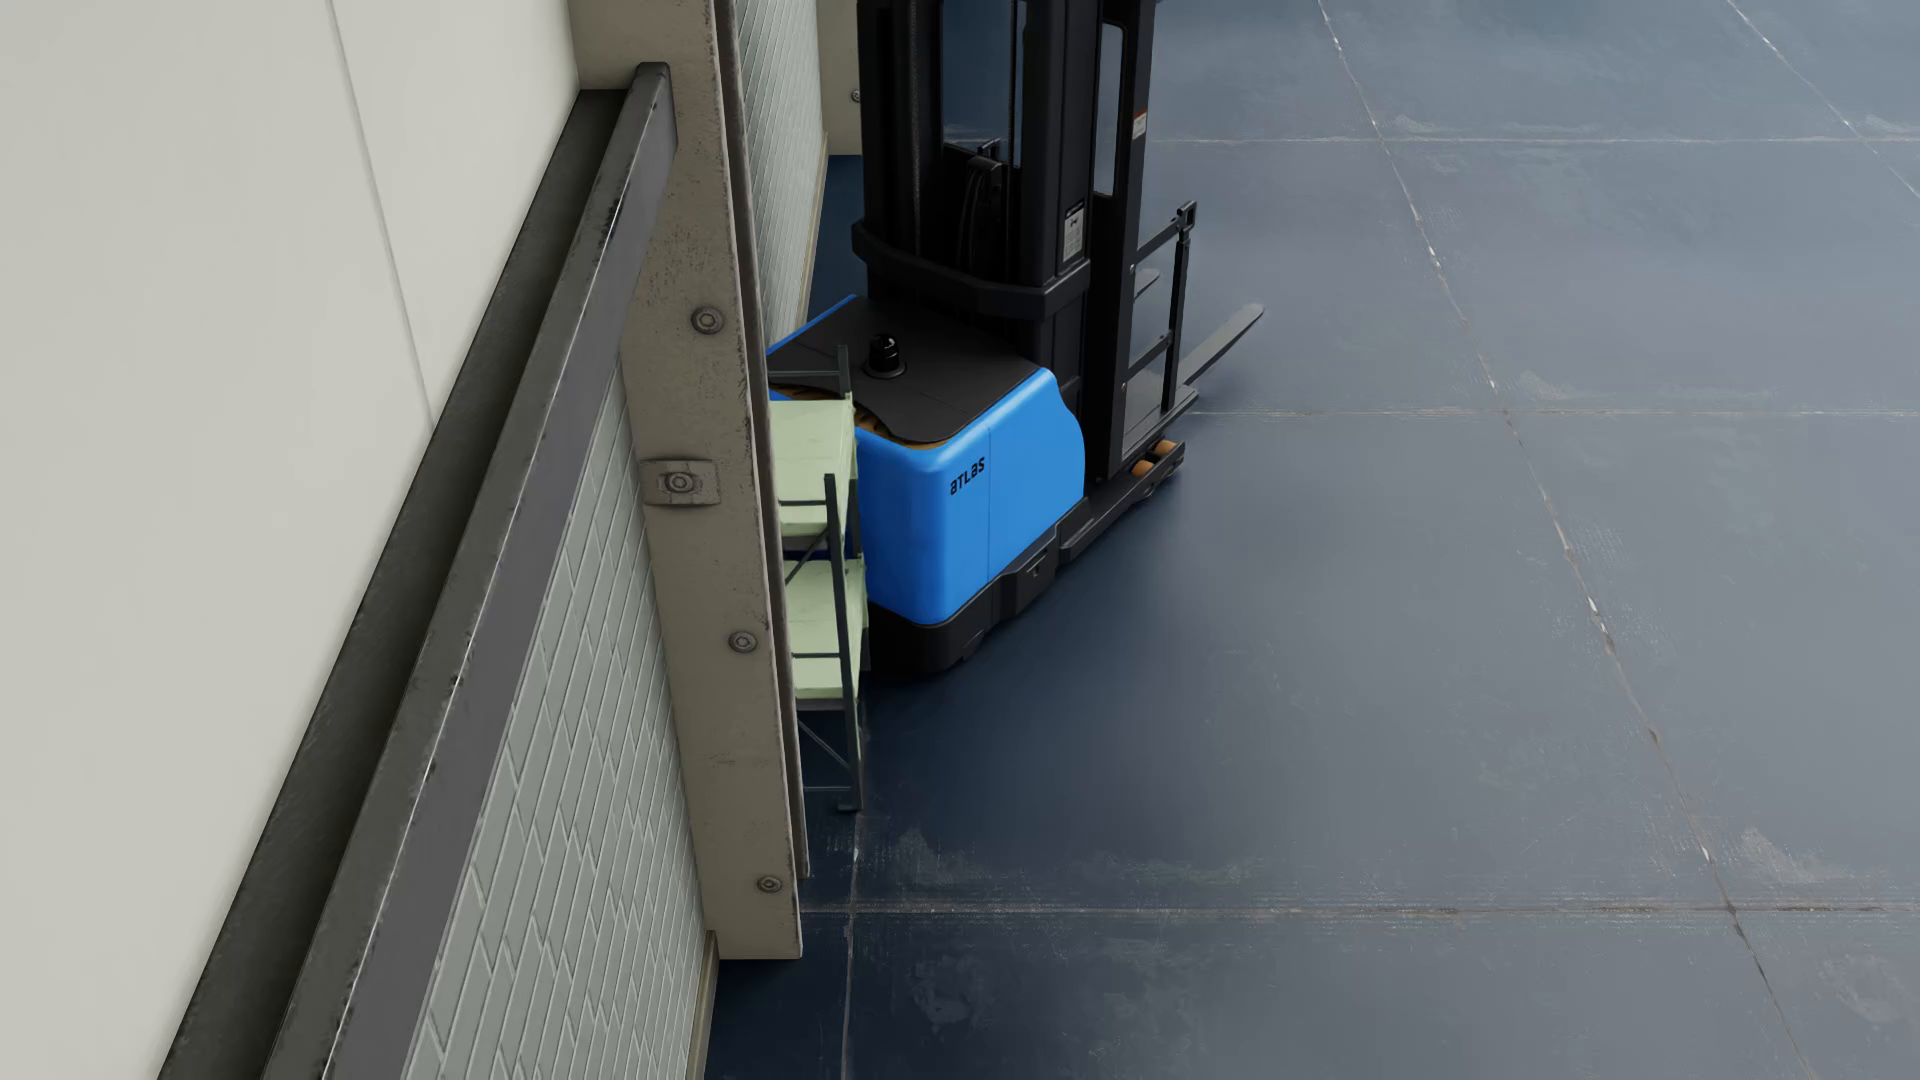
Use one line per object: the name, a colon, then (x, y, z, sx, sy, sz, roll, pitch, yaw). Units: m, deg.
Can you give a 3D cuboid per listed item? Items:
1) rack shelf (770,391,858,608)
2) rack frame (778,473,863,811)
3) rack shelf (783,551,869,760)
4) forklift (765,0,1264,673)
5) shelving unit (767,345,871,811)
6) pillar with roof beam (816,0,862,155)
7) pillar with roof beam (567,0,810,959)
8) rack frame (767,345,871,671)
rack shelf: (-0.576, -0.143, 5.597, 0.431, 0.370, 0.720, -1, 39, 1)
rack frame: (-0.567, 0.390, 5.557, 0.400, 1.500, 0.023, -1, 39, 1)
rack shelf: (-0.561, 0.414, 6.046, 0.431, 0.370, 0.720, -1, 39, 1)
forklift: (0.370, -1.499, 6.776, 1.130, 2.935, 3.031, 24, 45, 27)
shelving unit: (-0.568, 0.160, 5.842, 0.431, 1.500, 0.755, -1, 39, 1)
pillar with roof beam: (3.617, -6.002, 7.543, 9.100, 9.000, 0.400, 0, 39, 0)
pillar with roof beam: (3.624, -2.249, 2.861, 9.100, 9.000, 0.400, 0, 39, 0)
rack frame: (-0.569, -0.069, 6.127, 0.400, 1.500, 0.023, -1, 39, 1)
